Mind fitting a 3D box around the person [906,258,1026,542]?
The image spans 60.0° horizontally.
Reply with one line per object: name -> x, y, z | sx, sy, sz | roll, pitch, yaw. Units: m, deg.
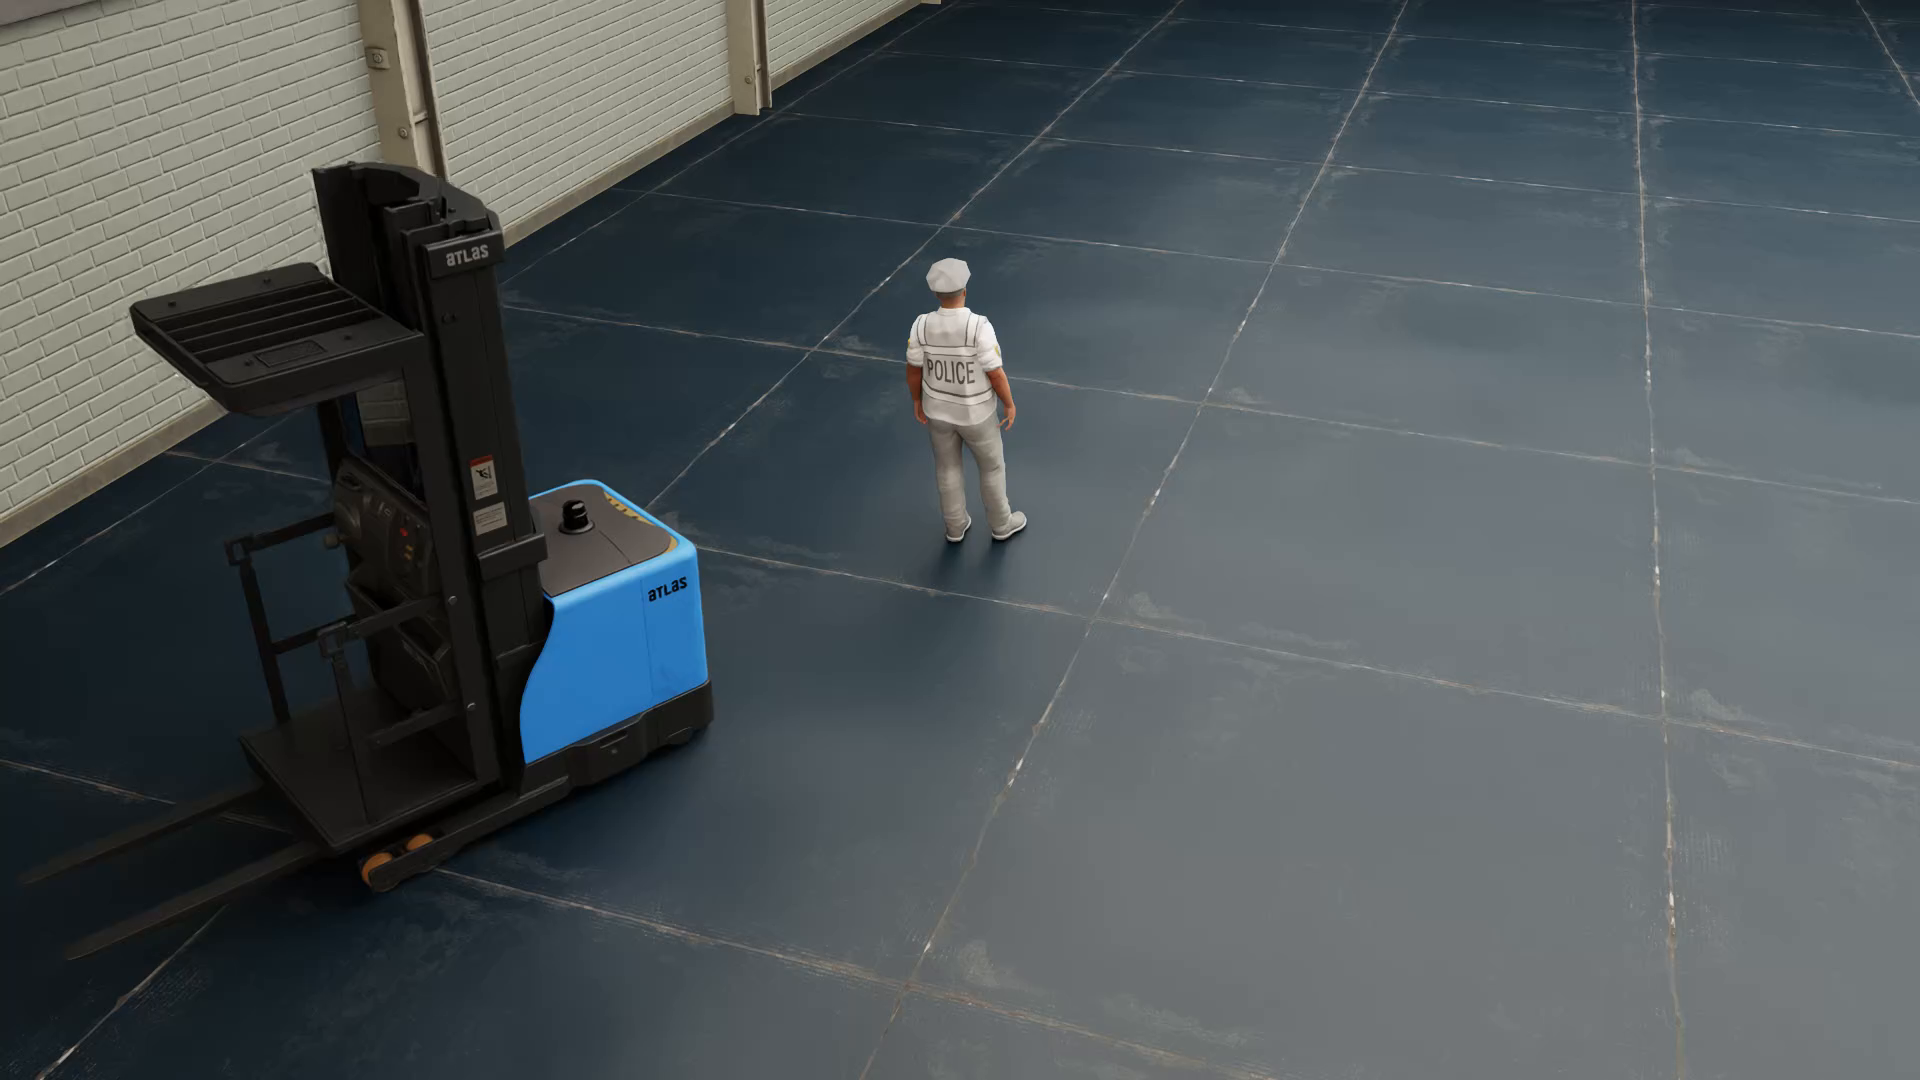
person -> 0.036, -0.815, 9.711 | 0.640, 1.781, 0.575 | 10, 31, 16

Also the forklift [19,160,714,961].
forklift -> -2.676, -0.011, 7.155 | 3.031, 2.935, 1.130 | -24, 37, -35
